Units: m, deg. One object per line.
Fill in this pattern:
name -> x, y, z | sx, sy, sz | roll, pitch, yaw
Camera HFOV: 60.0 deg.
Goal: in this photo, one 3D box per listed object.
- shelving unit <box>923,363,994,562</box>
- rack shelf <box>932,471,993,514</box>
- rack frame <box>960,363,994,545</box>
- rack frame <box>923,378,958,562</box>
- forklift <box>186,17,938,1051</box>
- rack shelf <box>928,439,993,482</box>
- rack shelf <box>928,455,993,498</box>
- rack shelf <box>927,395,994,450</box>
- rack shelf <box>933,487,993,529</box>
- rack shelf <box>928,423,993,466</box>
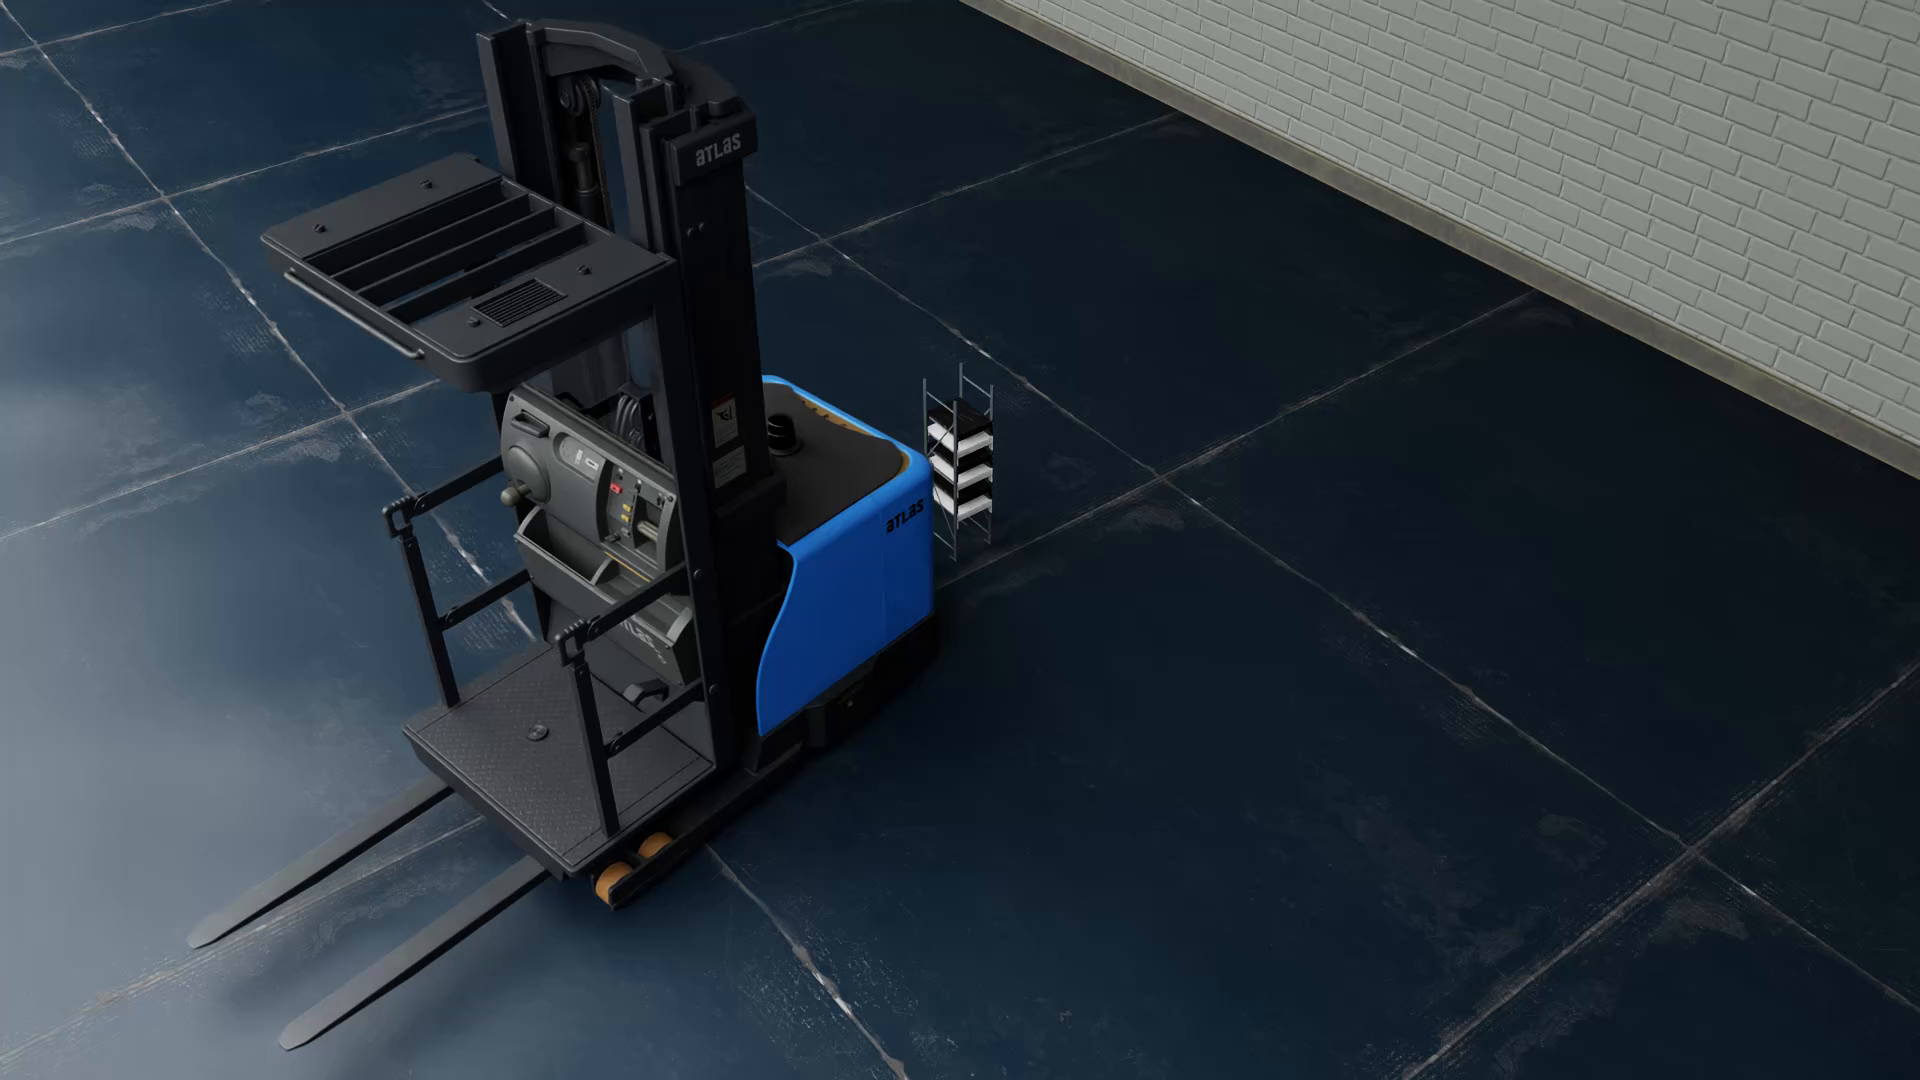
shelving unit -> -0.006, -0.345, 7.594 | 0.210, 0.900, 0.258 | -26, 46, -28
rack shelf -> -0.006, -0.249, 7.672 | 0.200, 0.077, 0.258 | -26, 46, -28
rack frame -> 0.074, -0.384, 7.642 | 0.006, 0.900, 0.240 | -26, 46, -28
rack frame -> -0.087, -0.305, 7.546 | 0.006, 0.900, 0.240 | -26, 46, -28
forklift -> -1.454, -0.131, 5.732 | 1.130, 2.935, 3.031 | 30, 48, 31
rack shelf -> -0.006, -0.389, 7.558 | 0.200, 0.077, 0.258 | -26, 46, -28
rack shelf -> -0.006, -0.319, 7.615 | 0.200, 0.077, 0.258 | -26, 46, -28
rack shelf -> -0.006, -0.528, 7.444 | 0.200, 0.077, 0.258 | -26, 46, -28
rack shelf -> -0.006, -0.180, 7.730 | 0.200, 0.077, 0.258 | -26, 46, -28
rack shelf -> -0.006, -0.458, 7.501 | 0.200, 0.077, 0.258 | -26, 46, -28
